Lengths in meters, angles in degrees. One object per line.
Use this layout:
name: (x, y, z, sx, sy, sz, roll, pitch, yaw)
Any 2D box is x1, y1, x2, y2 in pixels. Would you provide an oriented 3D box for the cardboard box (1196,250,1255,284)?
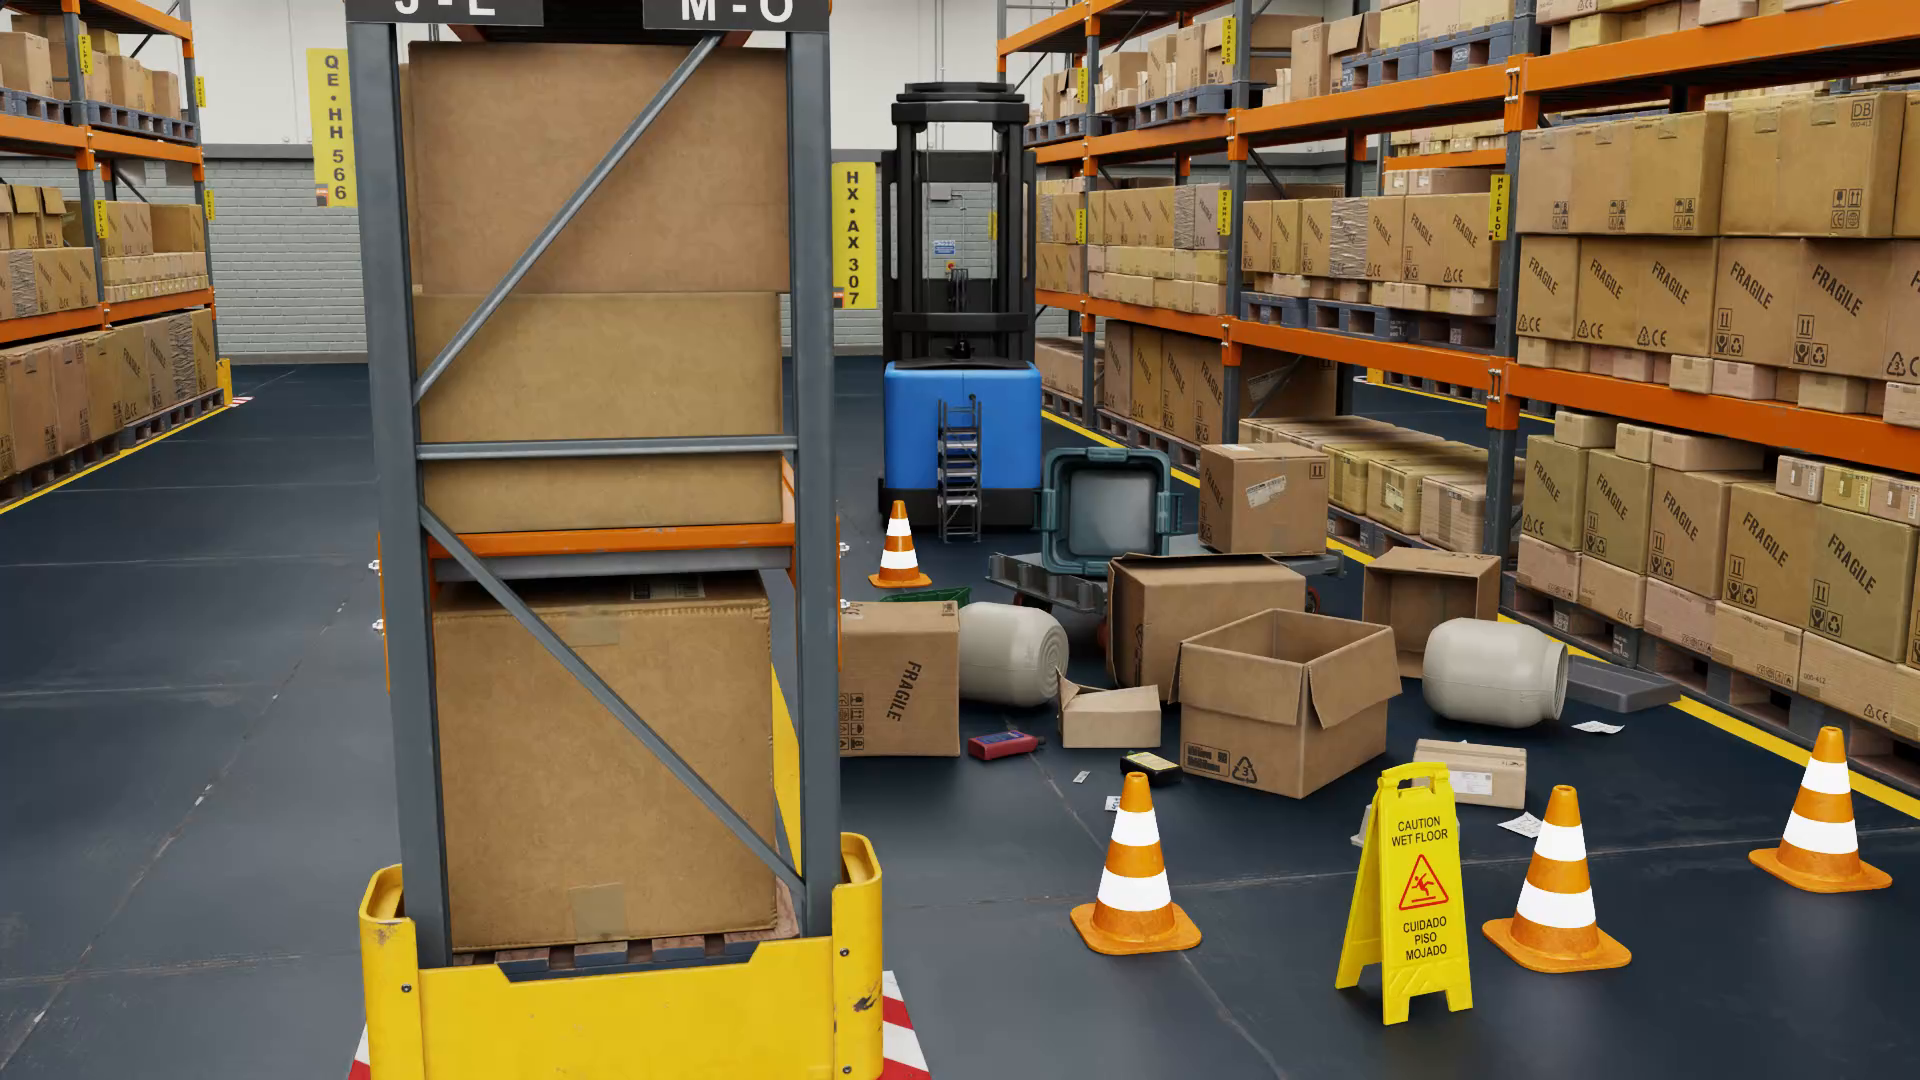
cardboard box: (2.152, -2.120, 12.878, 0.500, 0.250, 0.500, -2, 11, -11)

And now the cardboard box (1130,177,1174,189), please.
cardboard box: (1.910, -3.529, 16.537, 0.380, 0.149, 0.250, -2, 11, -12)

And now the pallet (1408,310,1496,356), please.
pallet: (3.267, -1.186, 9.421, 1.003, 0.211, 1.213, -2, 11, -11)

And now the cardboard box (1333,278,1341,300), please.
cardboard box: (2.656, -1.637, 10.826, 0.380, 0.149, 0.250, -2, 11, -9)

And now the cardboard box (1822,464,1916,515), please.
cardboard box: (3.457, -0.193, 6.177, 0.380, 0.149, 0.250, -2, 11, -10)

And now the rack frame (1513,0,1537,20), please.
rack frame: (3.273, -4.082, 8.077, 1.000, 3.000, 0.127, -2, 11, -11)

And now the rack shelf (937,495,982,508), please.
rack shelf: (-0.004, -0.233, 10.655, 0.258, 0.077, 0.200, -2, 11, -9)

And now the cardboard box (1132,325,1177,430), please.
cardboard box: (2.100, -1.489, 15.055, 0.875, 0.875, 0.875, -2, 11, -9)

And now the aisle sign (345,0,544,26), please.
aisle sign: (-1.065, -1.456, 3.372, 0.394, 0.787, 0.004, -2, 11, -11)

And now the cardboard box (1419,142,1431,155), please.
cardboard box: (5.699, -4.656, 19.787, 0.380, 0.149, 0.250, -2, 11, -10)

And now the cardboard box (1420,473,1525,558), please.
cardboard box: (3.169, -0.147, 9.350, 0.950, 0.372, 0.625, -2, 11, -10)

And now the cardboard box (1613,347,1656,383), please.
cardboard box: (3.215, -0.804, 7.568, 0.380, 0.149, 0.250, -2, 11, -9)

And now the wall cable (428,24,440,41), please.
wall cable: (-6.500, -8.666, 23.554, 2.277, 5.999, 0.120, -2, 11, -11)

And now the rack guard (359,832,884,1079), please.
rack guard: (-0.780, 1.029, 3.951, 1.175, 0.500, 0.348, -2, 11, -11)

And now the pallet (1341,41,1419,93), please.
pallet: (3.053, -2.824, 9.989, 1.213, 0.211, 1.003, -2, 11, -11)

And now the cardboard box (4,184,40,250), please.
cardboard box: (-7.749, -2.541, 13.073, 0.797, 0.503, 0.637, -2, 11, -10)

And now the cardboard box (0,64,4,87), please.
cardboard box: (-7.878, -3.674, 13.068, 0.500, 0.311, 0.500, -3, 11, -13)

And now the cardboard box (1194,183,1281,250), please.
cardboard box: (2.138, -2.494, 12.838, 0.500, 0.500, 0.500, -2, 11, -13)

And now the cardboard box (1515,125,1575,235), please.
cardboard box: (3.146, -1.733, 8.042, 0.700, 0.500, 0.500, -2, 11, -12)

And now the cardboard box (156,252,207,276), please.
cardboard box: (-8.427, -2.969, 17.878, 0.500, 0.250, 0.500, -2, 11, -12)

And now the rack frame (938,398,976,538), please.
rack frame: (-0.020, -0.462, 10.714, 0.240, 0.900, 0.006, -2, 11, -9)

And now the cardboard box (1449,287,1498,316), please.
cardboard box: (2.902, -1.302, 9.066, 0.380, 0.149, 0.250, -2, 11, -10)

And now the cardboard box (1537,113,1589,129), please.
cardboard box: (6.246, -4.409, 17.422, 0.500, 0.250, 0.500, -2, 11, -11)

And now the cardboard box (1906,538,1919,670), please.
cardboard box: (3.640, 0.237, 5.654, 0.500, 0.500, 0.500, -2, 11, -11)

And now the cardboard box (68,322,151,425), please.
cardboard box: (-8.053, -1.529, 15.264, 0.875, 0.875, 0.875, -2, 11, -11)

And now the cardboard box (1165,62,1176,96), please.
cardboard box: (1.884, -3.723, 13.446, 0.396, 0.266, 0.258, -2, 11, -12)

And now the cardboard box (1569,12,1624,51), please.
cardboard box: (3.087, -2.369, 7.771, 0.380, 0.149, 0.250, -2, 11, -11)

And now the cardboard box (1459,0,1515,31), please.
cardboard box: (3.018, -2.843, 8.868, 0.500, 0.250, 0.500, -2, 11, -12)

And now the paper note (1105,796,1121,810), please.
paper note: (0.584, 0.915, 5.814, 0.144, 0.017, 0.142, 2, 11, 9)

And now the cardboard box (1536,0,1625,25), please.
cardboard box: (3.090, -2.591, 7.868, 0.500, 0.250, 0.500, -2, 11, -12)

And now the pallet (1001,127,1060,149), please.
pallet: (1.094, -4.630, 19.217, 1.003, 0.211, 1.213, -2, 11, -11)

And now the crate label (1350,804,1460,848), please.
crate label: (1.466, 0.934, 5.425, 0.250, 0.136, 0.298, -9, 14, -40)

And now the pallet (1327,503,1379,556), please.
pallet: (2.880, -0.132, 10.827, 1.003, 0.211, 1.213, -2, 11, -11)

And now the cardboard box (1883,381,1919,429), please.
cardboard box: (3.502, -0.475, 5.843, 0.380, 0.149, 0.250, -2, 11, -10)

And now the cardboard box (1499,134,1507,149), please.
cardboard box: (6.094, -4.329, 18.067, 0.380, 0.149, 0.250, -2, 11, -11)

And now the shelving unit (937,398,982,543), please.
shelving unit: (-0.003, -0.443, 10.615, 0.258, 0.900, 0.210, -2, 11, -9)

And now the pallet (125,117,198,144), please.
pallet: (-8.627, -4.270, 17.323, 1.003, 0.211, 1.213, -2, 11, -11)

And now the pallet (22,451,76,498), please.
pallet: (-7.539, -0.509, 12.807, 1.003, 0.211, 1.213, -2, 11, -11)

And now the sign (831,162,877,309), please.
sign: (-0.239, -0.686, 3.753, 0.100, 0.325, 0.005, -2, 11, -11)

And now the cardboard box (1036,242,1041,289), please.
cardboard box: (1.072, -3.010, 18.220, 0.500, 0.500, 0.500, -2, 11, -9)

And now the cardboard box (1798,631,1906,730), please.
cardboard box: (3.537, 0.509, 6.230, 0.500, 0.250, 0.500, -2, 11, -11)

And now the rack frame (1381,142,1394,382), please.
rack frame: (5.807, -3.517, 21.154, 1.000, 3.000, 0.127, -2, 11, -11)

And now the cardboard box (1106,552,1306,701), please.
cardboard box: (1.036, 0.357, 7.113, 0.797, 0.637, 0.503, -2, 11, -11)

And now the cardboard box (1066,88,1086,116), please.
cardboard box: (1.279, -4.371, 16.585, 0.396, 0.266, 0.258, -2, 11, -9)

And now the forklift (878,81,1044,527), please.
forklift: (-0.014, -1.748, 12.041, 1.130, 2.935, 3.031, 0, 11, -1)

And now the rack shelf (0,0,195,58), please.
rack shelf: (-8.392, -5.006, 15.925, 1.077, 0.370, 4.000, -2, 11, -11)

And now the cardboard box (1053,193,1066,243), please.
cardboard box: (1.264, -3.313, 17.137, 0.500, 0.500, 0.500, -2, 11, -12)

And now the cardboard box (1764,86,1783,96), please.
cardboard box: (7.001, -3.799, 13.948, 0.380, 0.149, 0.250, -2, 11, -10)

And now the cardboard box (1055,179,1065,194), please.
cardboard box: (1.211, -3.695, 17.411, 0.380, 0.149, 0.250, -2, 11, -11)

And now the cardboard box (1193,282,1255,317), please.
cardboard box: (2.142, -1.878, 12.944, 0.500, 0.250, 0.500, -3, 11, -13)

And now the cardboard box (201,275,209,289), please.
cardboard box: (-8.389, -2.799, 18.051, 0.380, 0.149, 0.250, -2, 11, -10)

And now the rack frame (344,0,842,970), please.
rack frame: (-0.785, -0.203, 3.741, 1.000, 3.000, 0.127, -2, 11, -11)

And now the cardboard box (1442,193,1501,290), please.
cardboard box: (2.958, -1.613, 8.963, 0.500, 0.500, 0.500, -2, 11, -12)

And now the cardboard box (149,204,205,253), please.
cardboard box: (-8.429, -3.337, 17.805, 0.500, 0.500, 0.500, -2, 11, -10)

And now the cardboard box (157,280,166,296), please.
cardboard box: (-8.040, -2.471, 16.328, 0.380, 0.149, 0.250, -2, 11, -13)

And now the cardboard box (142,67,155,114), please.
cardboard box: (-8.637, -4.553, 16.914, 0.700, 0.500, 0.500, -3, 11, -13)

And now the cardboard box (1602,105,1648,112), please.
cardboard box: (6.380, -4.179, 15.888, 0.380, 0.149, 0.250, -2, 11, -10)

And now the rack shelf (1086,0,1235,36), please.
rack shelf: (2.106, -4.633, 13.964, 1.077, 0.370, 4.000, -2, 11, -11)
